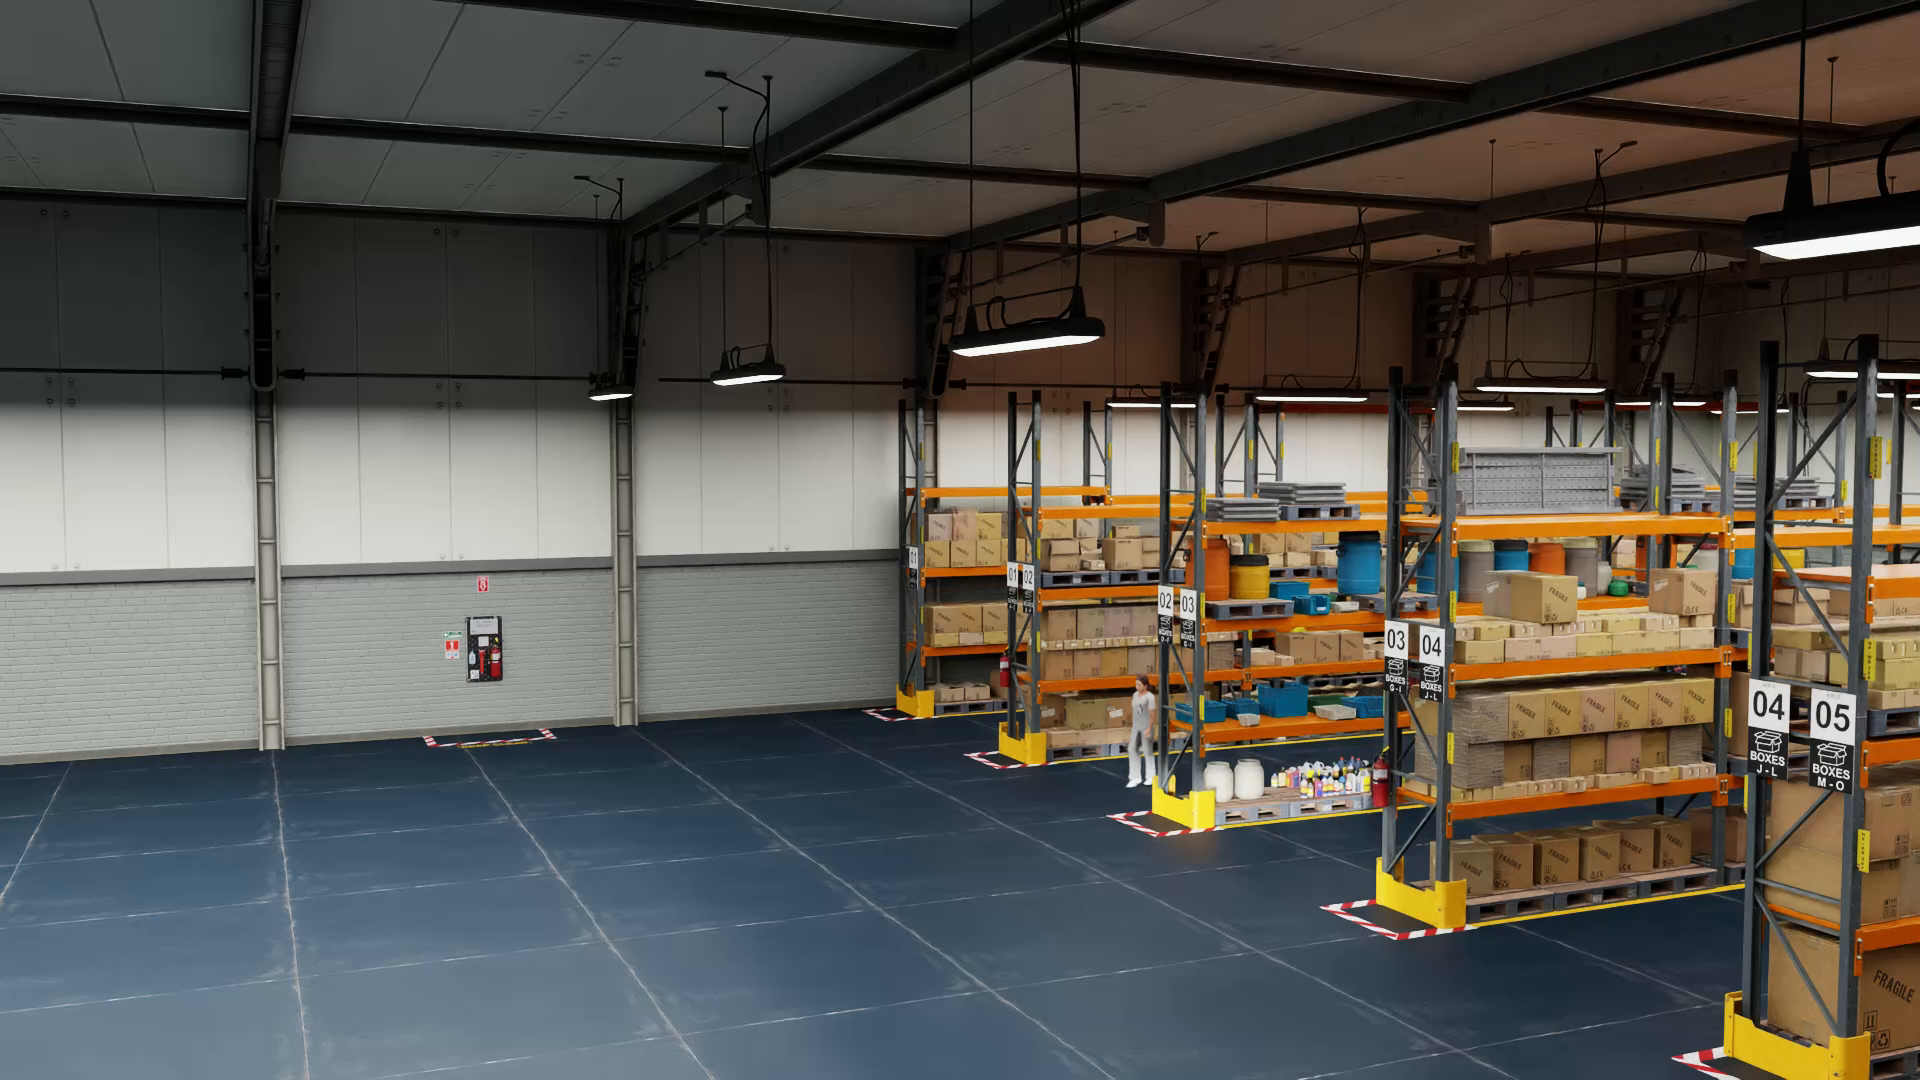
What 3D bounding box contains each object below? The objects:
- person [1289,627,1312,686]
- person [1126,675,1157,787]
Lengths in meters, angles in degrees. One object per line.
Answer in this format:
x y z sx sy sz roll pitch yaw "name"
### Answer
6.619 2.469 31.764 0.682 1.670 0.738 -1 3 -11 "person"
2.757 2.881 24.994 0.494 1.735 0.491 -3 5 -42 "person"
